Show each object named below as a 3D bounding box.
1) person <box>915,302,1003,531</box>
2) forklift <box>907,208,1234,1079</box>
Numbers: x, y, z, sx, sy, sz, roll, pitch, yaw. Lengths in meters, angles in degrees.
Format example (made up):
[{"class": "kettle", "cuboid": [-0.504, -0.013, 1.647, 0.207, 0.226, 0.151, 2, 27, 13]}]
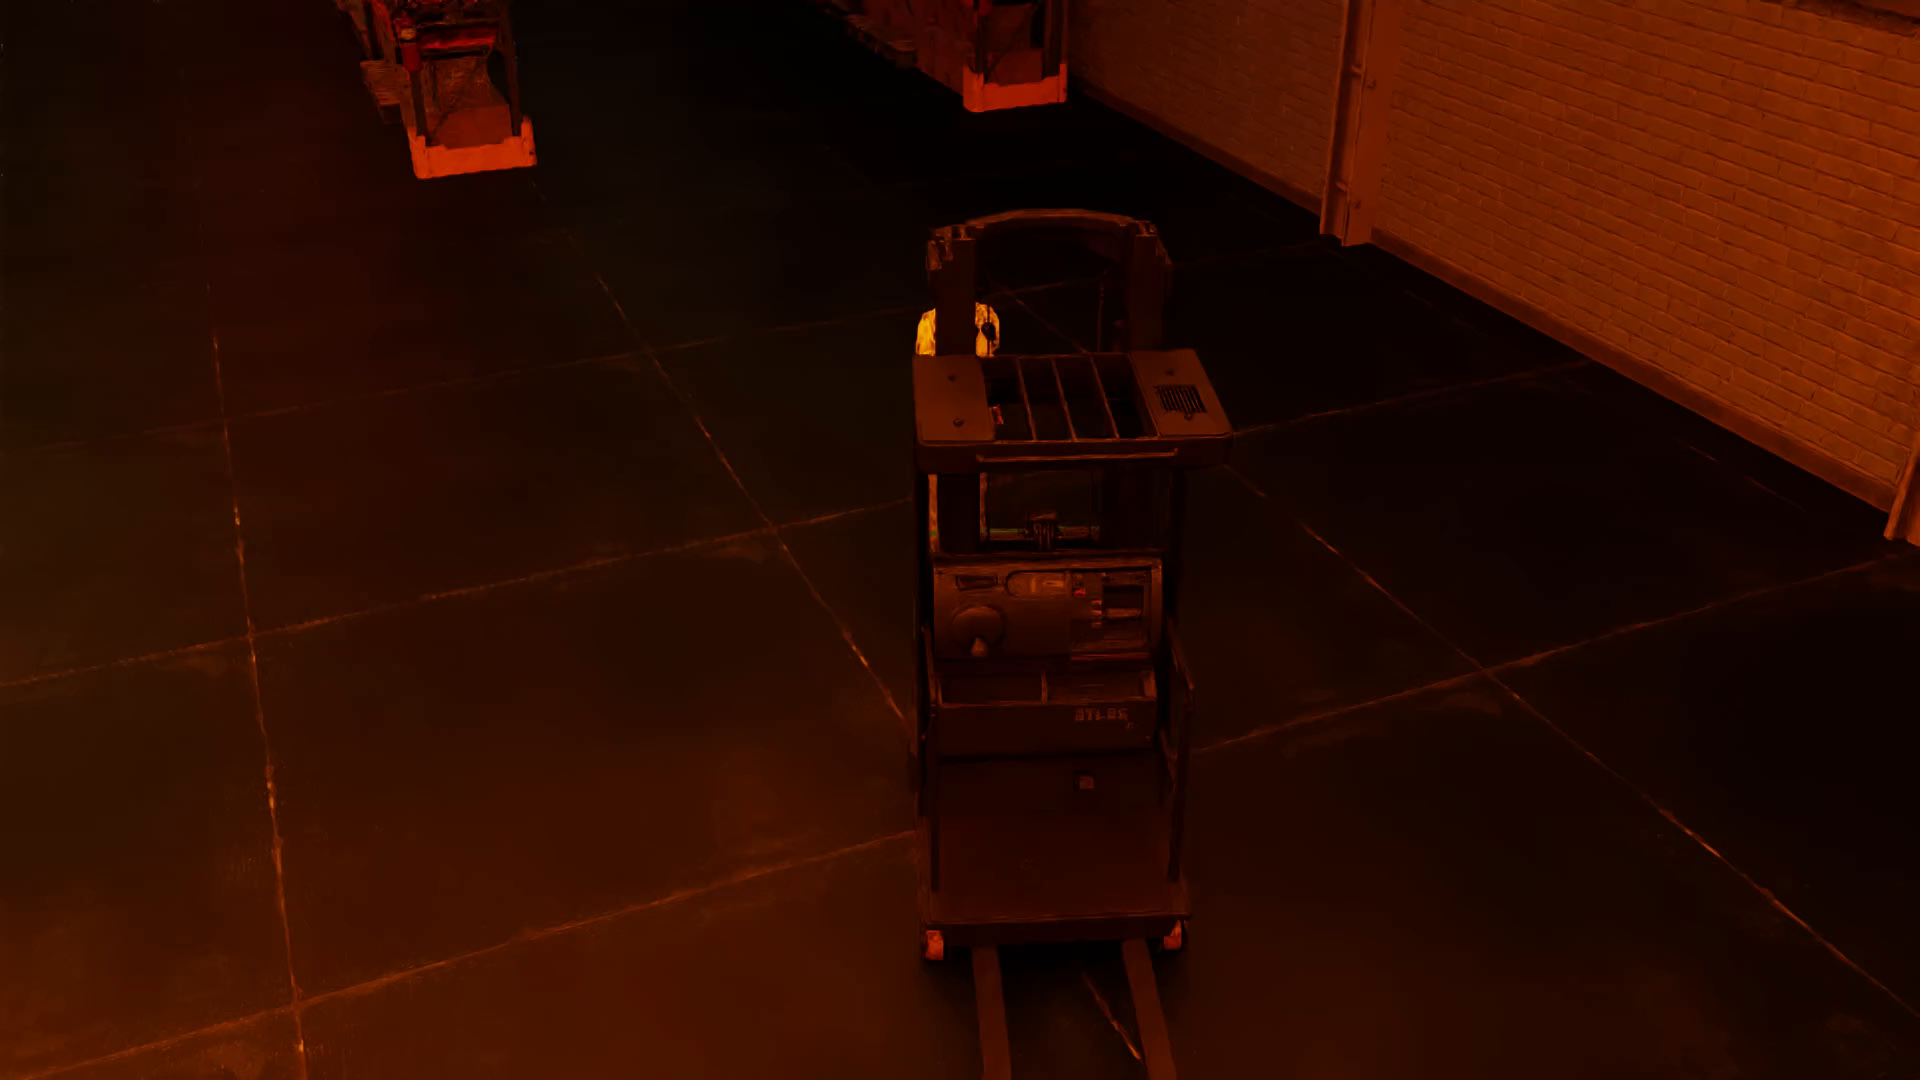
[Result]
[{"class": "person", "cuboid": [0.007, -0.761, 9.621, 0.523, 1.773, 0.396, -12, 32, -20]}, {"class": "forklift", "cuboid": [0.373, 0.326, 6.550, 1.130, 2.935, 3.031, -2, 30, -3]}]
